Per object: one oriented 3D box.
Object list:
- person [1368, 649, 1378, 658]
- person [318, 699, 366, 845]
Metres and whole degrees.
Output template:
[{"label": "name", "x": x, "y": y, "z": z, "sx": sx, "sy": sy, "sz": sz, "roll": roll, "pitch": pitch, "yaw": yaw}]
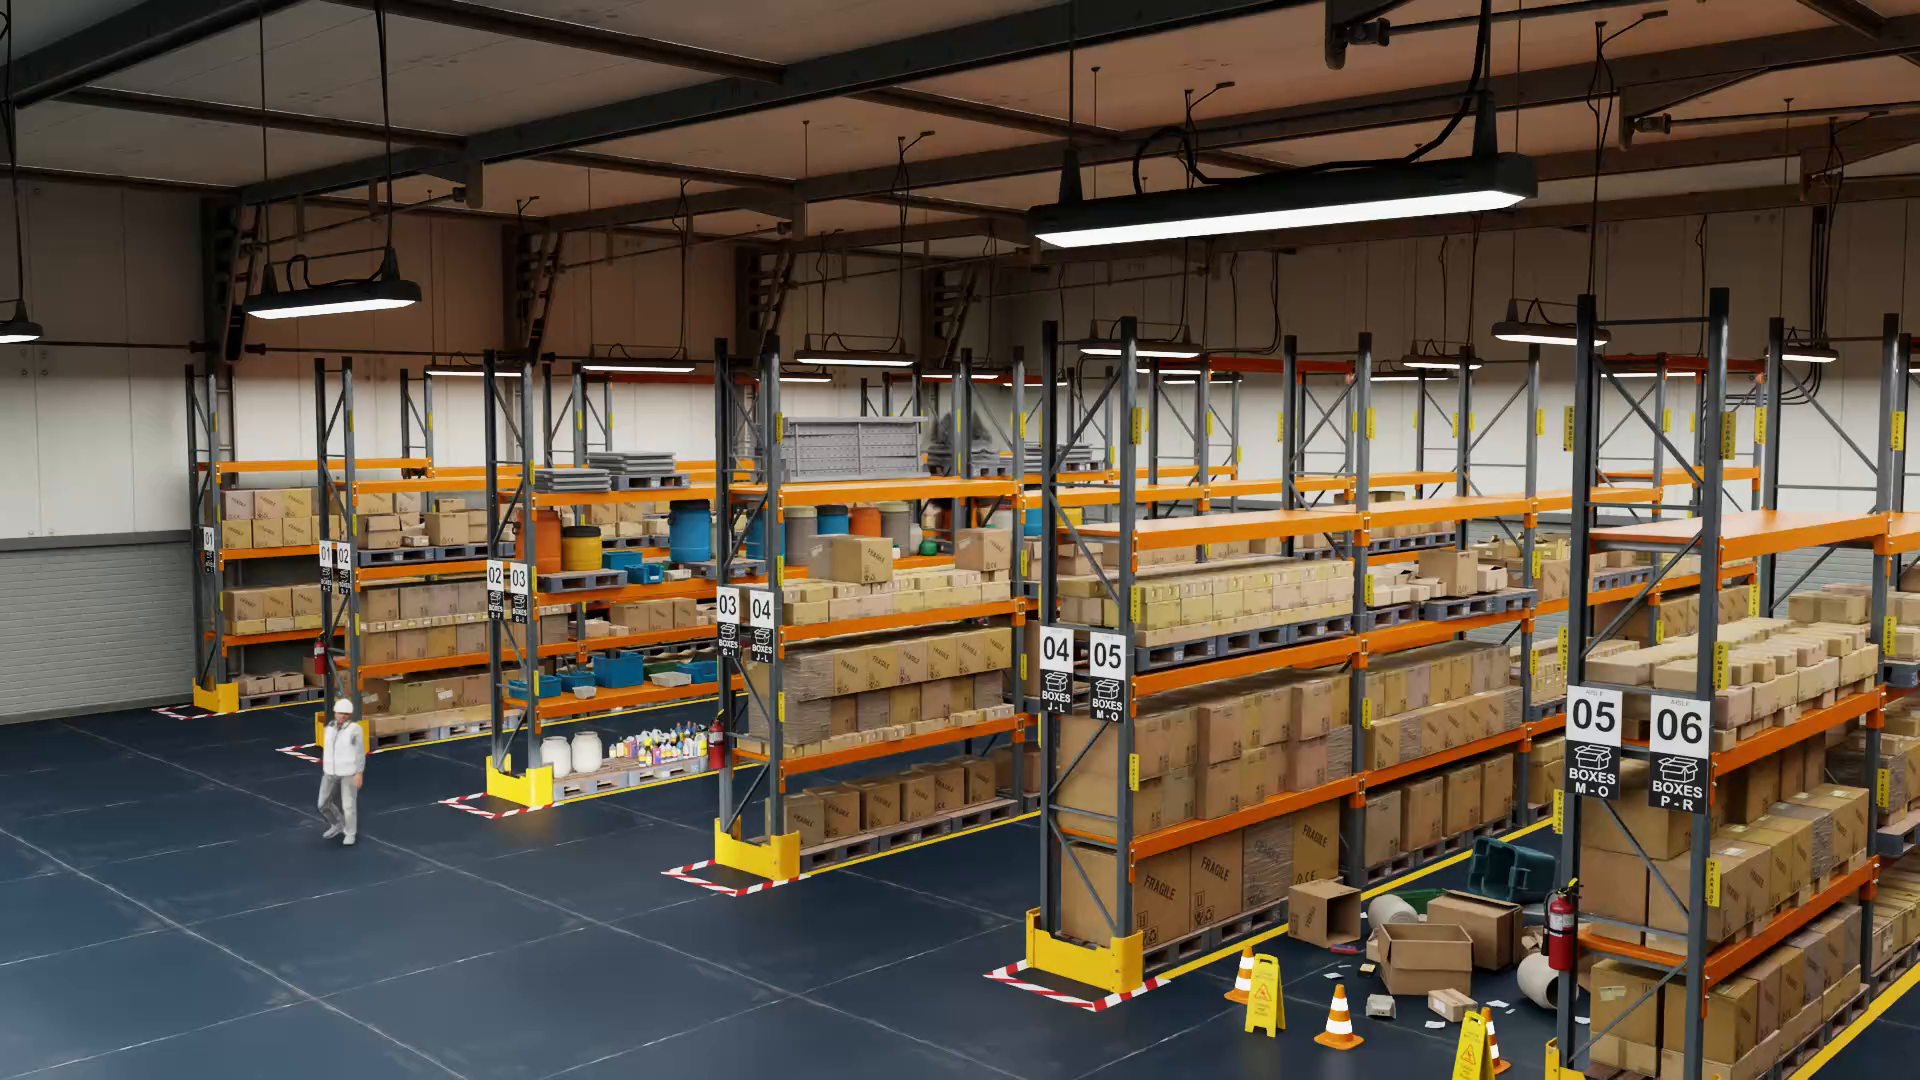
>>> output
[{"label": "person", "x": 6.160, "y": 2.390, "z": 25.091, "sx": 0.830, "sy": 1.774, "sz": 0.638, "roll": -4, "pitch": 6, "yaw": -39}, {"label": "person", "x": -7.361, "y": 2.753, "z": 19.801, "sx": 0.619, "sy": 1.762, "sz": 0.443, "roll": 1, "pitch": 4, "yaw": 9}]
